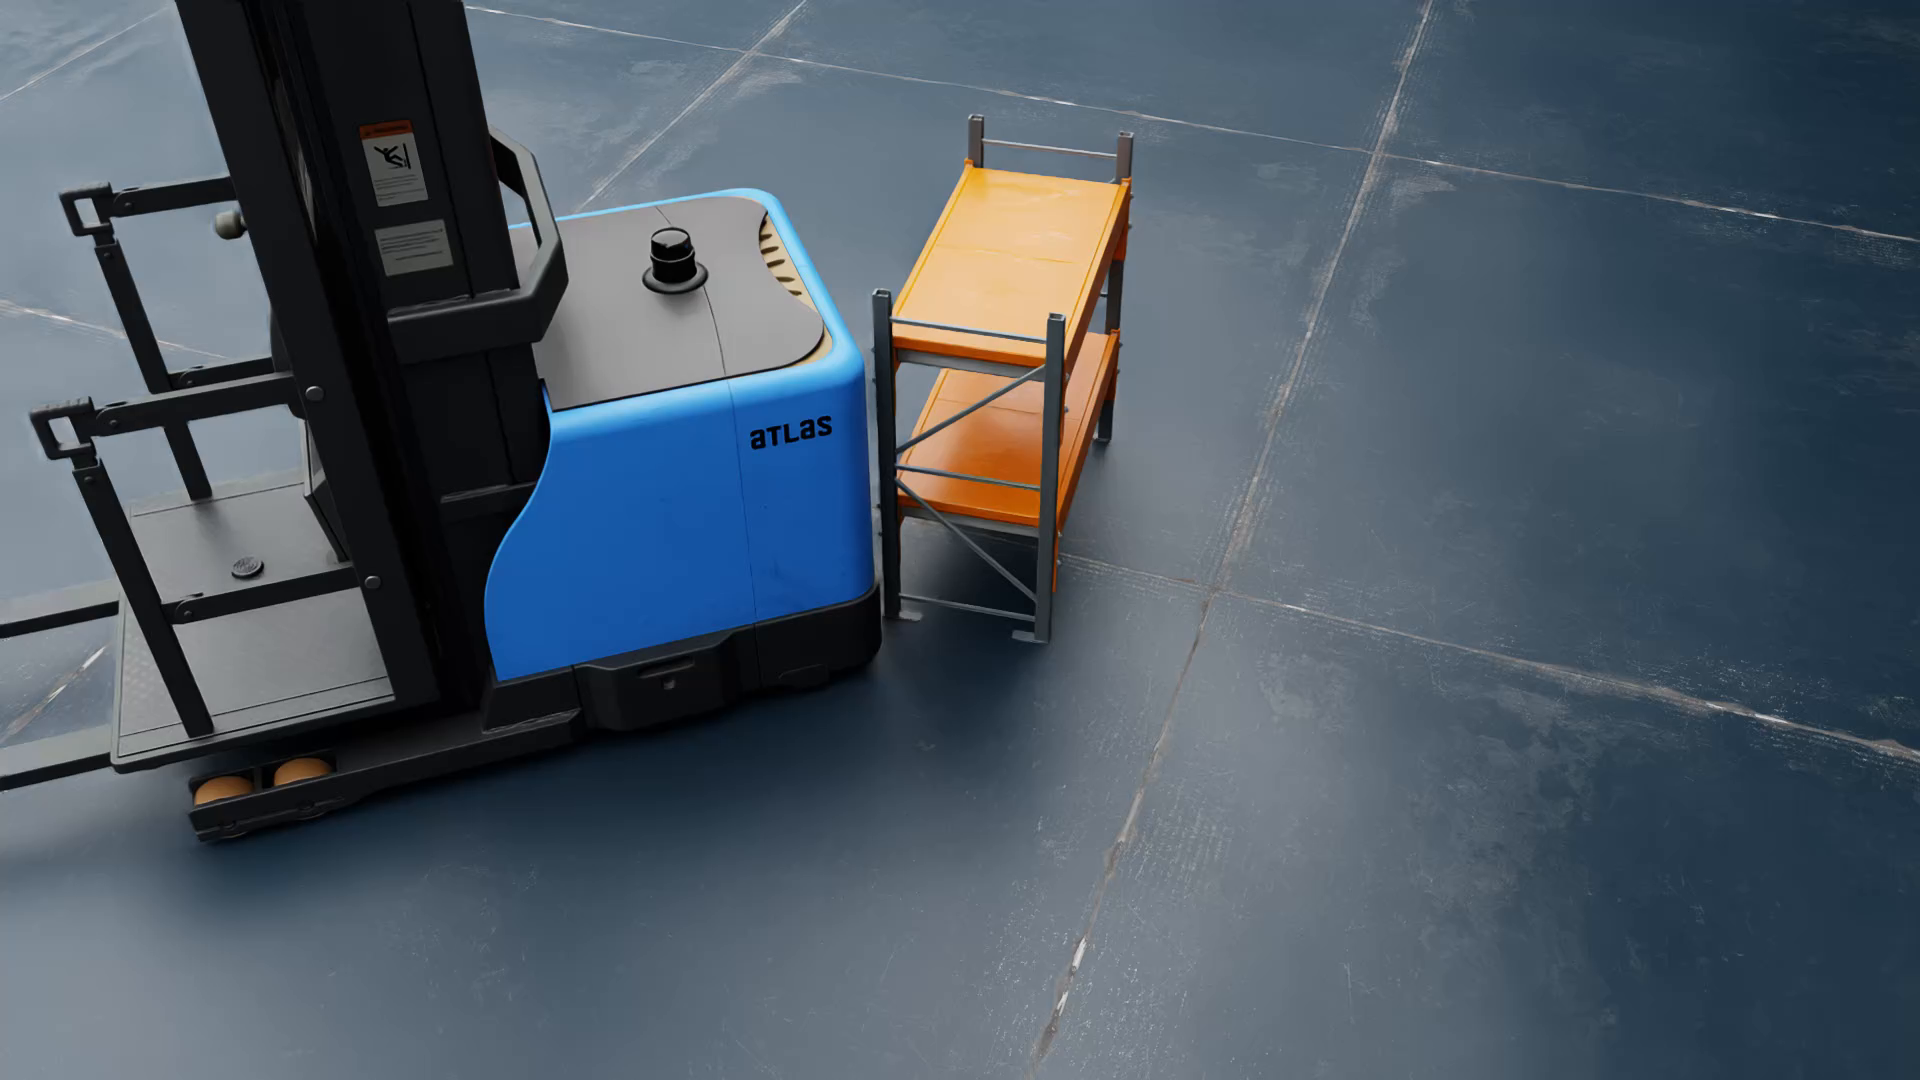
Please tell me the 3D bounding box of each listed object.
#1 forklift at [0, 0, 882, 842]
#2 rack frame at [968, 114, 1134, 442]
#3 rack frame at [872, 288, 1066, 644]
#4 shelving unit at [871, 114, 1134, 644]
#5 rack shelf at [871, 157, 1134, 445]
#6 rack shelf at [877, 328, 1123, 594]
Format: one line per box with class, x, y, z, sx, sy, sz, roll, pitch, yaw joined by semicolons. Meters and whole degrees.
forklift;-1.800;-0.725;3.842;3.031;2.935;1.130;-13;42;-14
rack frame;0.270;-0.810;5.332;0.500;1.125;0.032;9;41;11
rack frame;0.021;-0.170;4.583;0.500;1.125;0.032;9;41;11
shelving unit;0.145;-0.490;4.958;0.538;1.125;1.048;9;41;11
rack shelf;0.145;-0.713;4.768;0.538;0.278;1.000;9;41;11
rack shelf;0.145;-0.304;5.116;0.538;0.278;1.000;9;41;11
